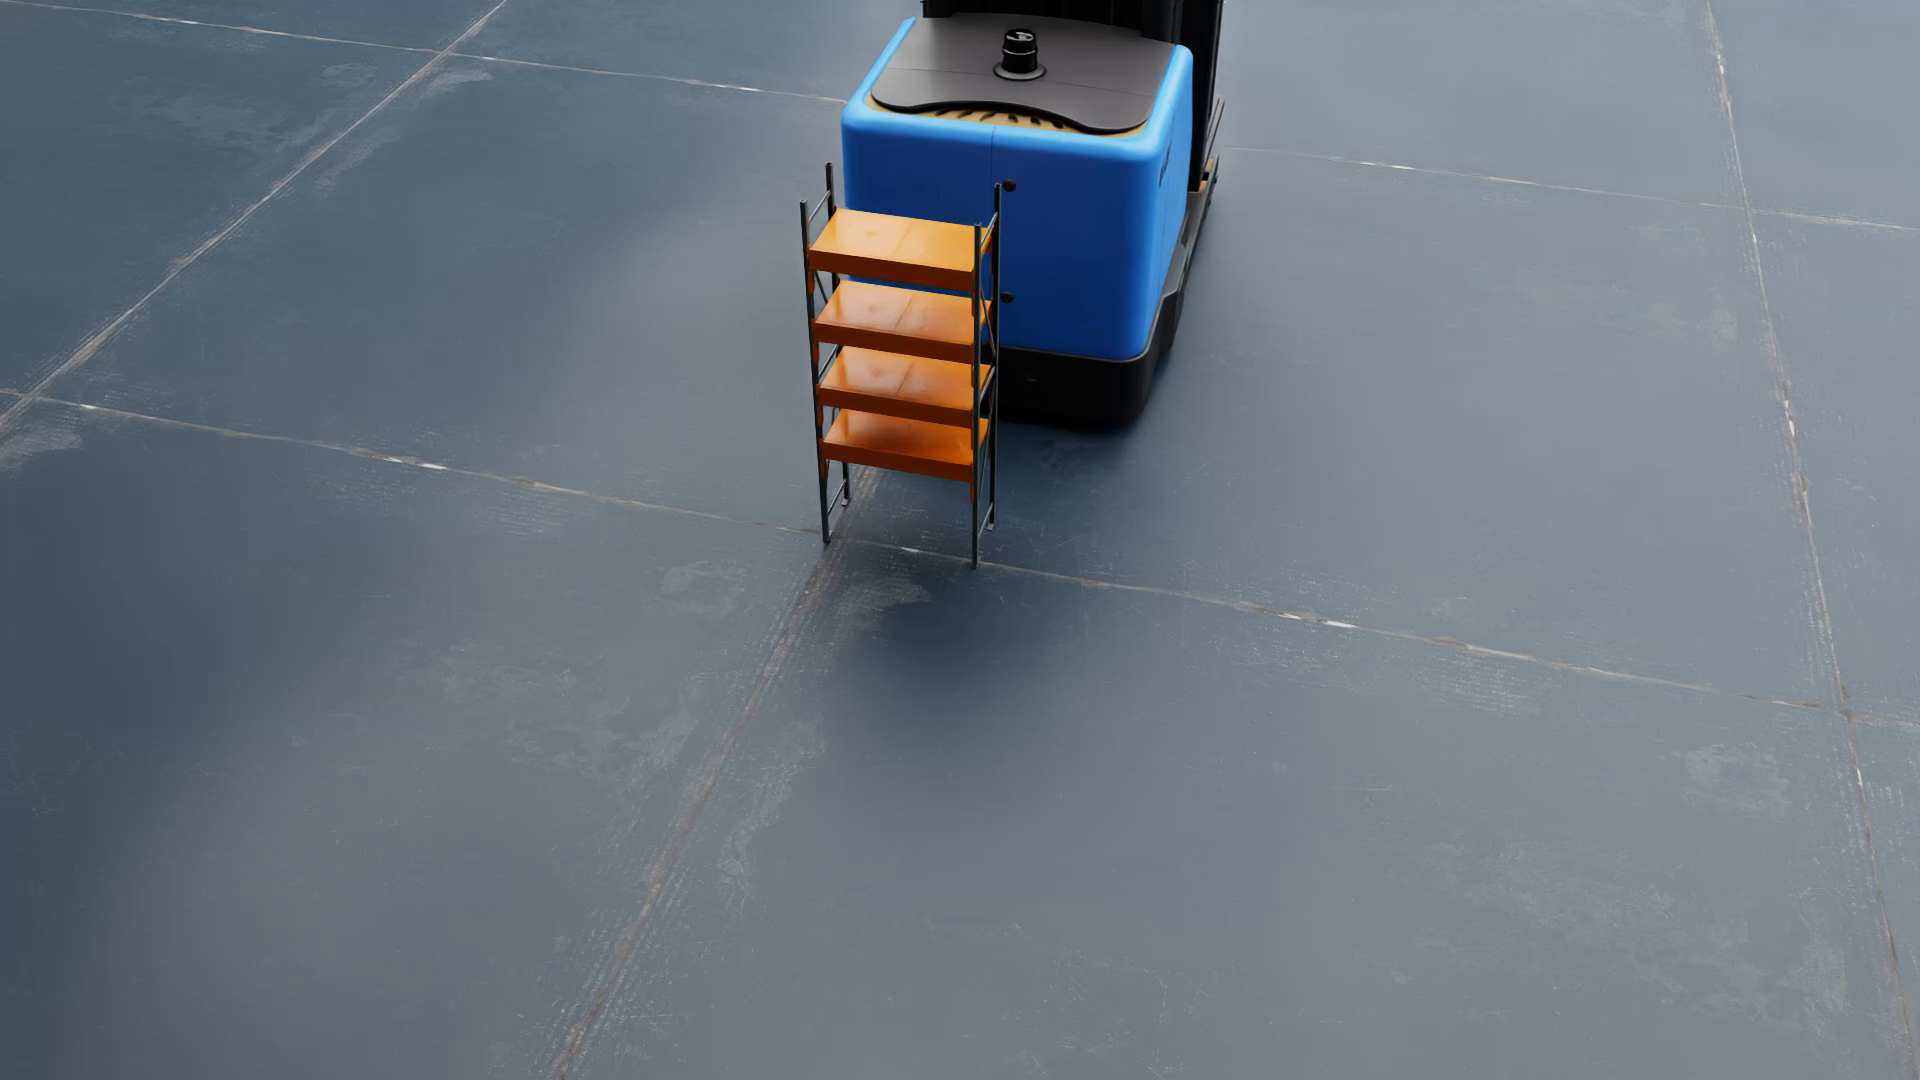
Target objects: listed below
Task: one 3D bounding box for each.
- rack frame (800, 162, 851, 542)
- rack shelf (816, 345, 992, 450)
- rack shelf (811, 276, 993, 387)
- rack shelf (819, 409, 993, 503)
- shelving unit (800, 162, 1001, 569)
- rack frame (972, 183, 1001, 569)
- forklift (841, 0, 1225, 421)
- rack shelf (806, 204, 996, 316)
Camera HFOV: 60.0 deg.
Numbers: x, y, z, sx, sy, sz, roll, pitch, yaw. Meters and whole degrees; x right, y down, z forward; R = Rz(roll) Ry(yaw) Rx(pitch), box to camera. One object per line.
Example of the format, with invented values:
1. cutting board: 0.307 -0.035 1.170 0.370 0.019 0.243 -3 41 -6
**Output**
1. rack frame: -0.396 -0.528 4.967 0.015 1.200 0.240 10 41 11
2. rack shelf: -0.160 -0.435 4.962 0.480 0.148 0.258 10 41 11
3. rack shelf: -0.160 -0.607 4.818 0.480 0.148 0.258 10 41 11
4. rack shelf: -0.160 -0.283 5.089 0.480 0.148 0.258 10 41 11
5. shelving unit: -0.160 -0.487 4.918 0.503 1.200 0.258 10 41 11
6. rack frame: 0.076 -0.446 4.870 0.015 1.200 0.240 10 41 11
7. forklift: 0.461 -2.482 5.948 1.130 2.935 3.031 9 41 11
8. rack shelf: -0.160 -0.788 4.666 0.480 0.148 0.258 10 41 11
